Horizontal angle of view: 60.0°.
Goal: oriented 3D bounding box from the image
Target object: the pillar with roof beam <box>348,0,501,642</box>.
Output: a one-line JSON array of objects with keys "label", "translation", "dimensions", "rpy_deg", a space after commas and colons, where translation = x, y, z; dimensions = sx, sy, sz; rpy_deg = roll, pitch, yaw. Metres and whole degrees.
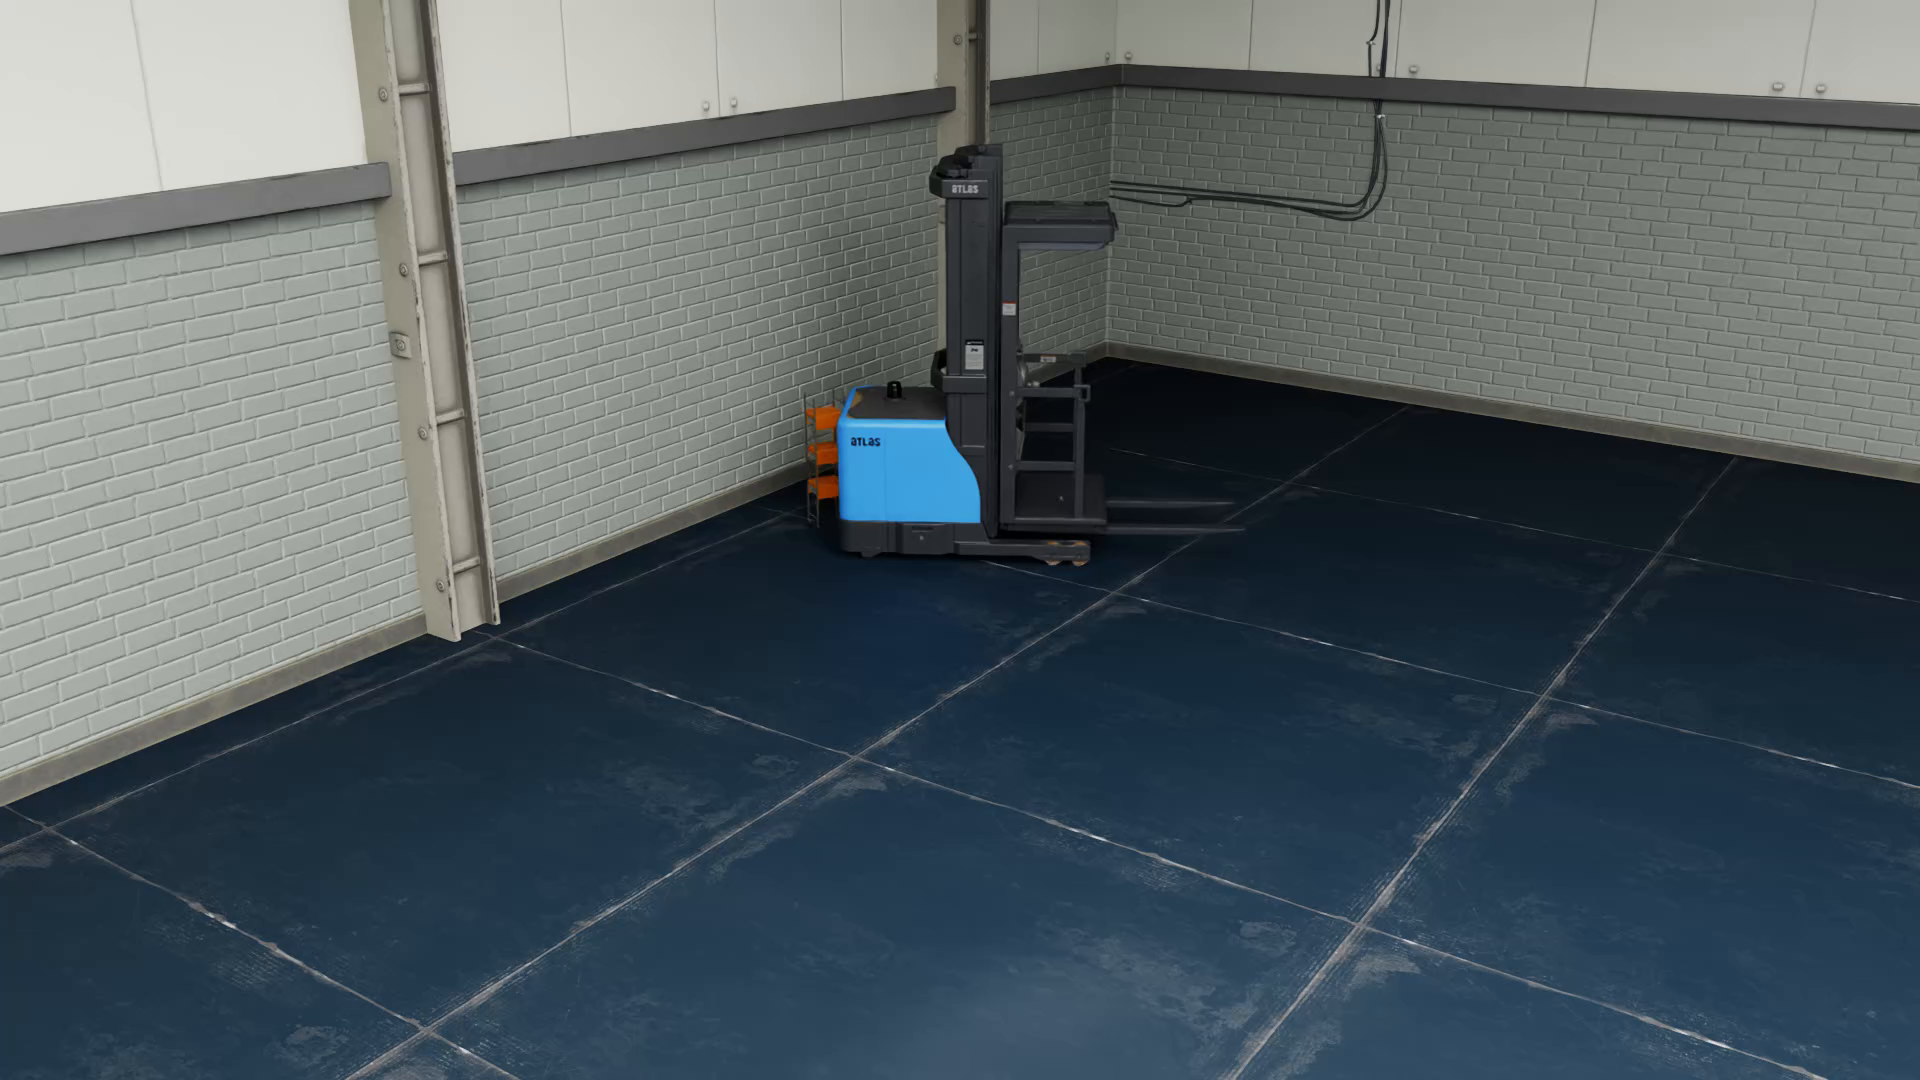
[{"label": "pillar with roof beam", "translation": [0.219, -2.795, 7.350], "dimensions": [9.100, 9.000, 0.400], "rpy_deg": [13, 24, 32]}]

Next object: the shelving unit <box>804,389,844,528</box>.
[{"label": "shelving unit", "translation": [-1.046, -0.634, 12.965], "dimensions": [0.252, 1.050, 0.215], "rpy_deg": [-11, 23, -27]}]

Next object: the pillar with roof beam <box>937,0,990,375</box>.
[{"label": "pillar with roof beam", "translation": [3.592, -4.517, 12.004], "dimensions": [9.100, 9.000, 0.400], "rpy_deg": [13, 24, 32]}]

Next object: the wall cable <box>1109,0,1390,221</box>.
[{"label": "wall cable", "translation": [2.781, -4.487, 16.401], "dimensions": [3.097, 2.526, 0.112], "rpy_deg": [13, 24, 32]}]

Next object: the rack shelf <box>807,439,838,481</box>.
[{"label": "rack shelf", "translation": [-1.046, -0.624, 12.969], "dimensions": [0.240, 0.259, 0.215], "rpy_deg": [-11, 23, -27]}]

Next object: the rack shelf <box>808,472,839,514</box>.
[{"label": "rack shelf", "translation": [-1.046, -0.363, 13.065], "dimensions": [0.240, 0.259, 0.215], "rpy_deg": [-11, 23, -27]}]

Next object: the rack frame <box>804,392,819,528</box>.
[{"label": "rack frame", "translation": [-1.153, -0.613, 12.910], "dimensions": [0.008, 1.050, 0.200], "rpy_deg": [-11, 23, -27]}]

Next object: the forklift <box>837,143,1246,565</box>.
[{"label": "forklift", "translation": [0.624, -1.379, 12.269], "dimensions": [3.031, 2.935, 1.130], "rpy_deg": [1, 20, 2]}]

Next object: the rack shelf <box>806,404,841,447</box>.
[{"label": "rack shelf", "translation": [-1.046, -0.890, 12.870], "dimensions": [0.240, 0.259, 0.215], "rpy_deg": [-11, 23, -27]}]

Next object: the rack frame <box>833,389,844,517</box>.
[{"label": "rack frame", "translation": [-0.939, -0.654, 13.020], "dimensions": [0.008, 1.050, 0.200], "rpy_deg": [-11, 23, -27]}]
